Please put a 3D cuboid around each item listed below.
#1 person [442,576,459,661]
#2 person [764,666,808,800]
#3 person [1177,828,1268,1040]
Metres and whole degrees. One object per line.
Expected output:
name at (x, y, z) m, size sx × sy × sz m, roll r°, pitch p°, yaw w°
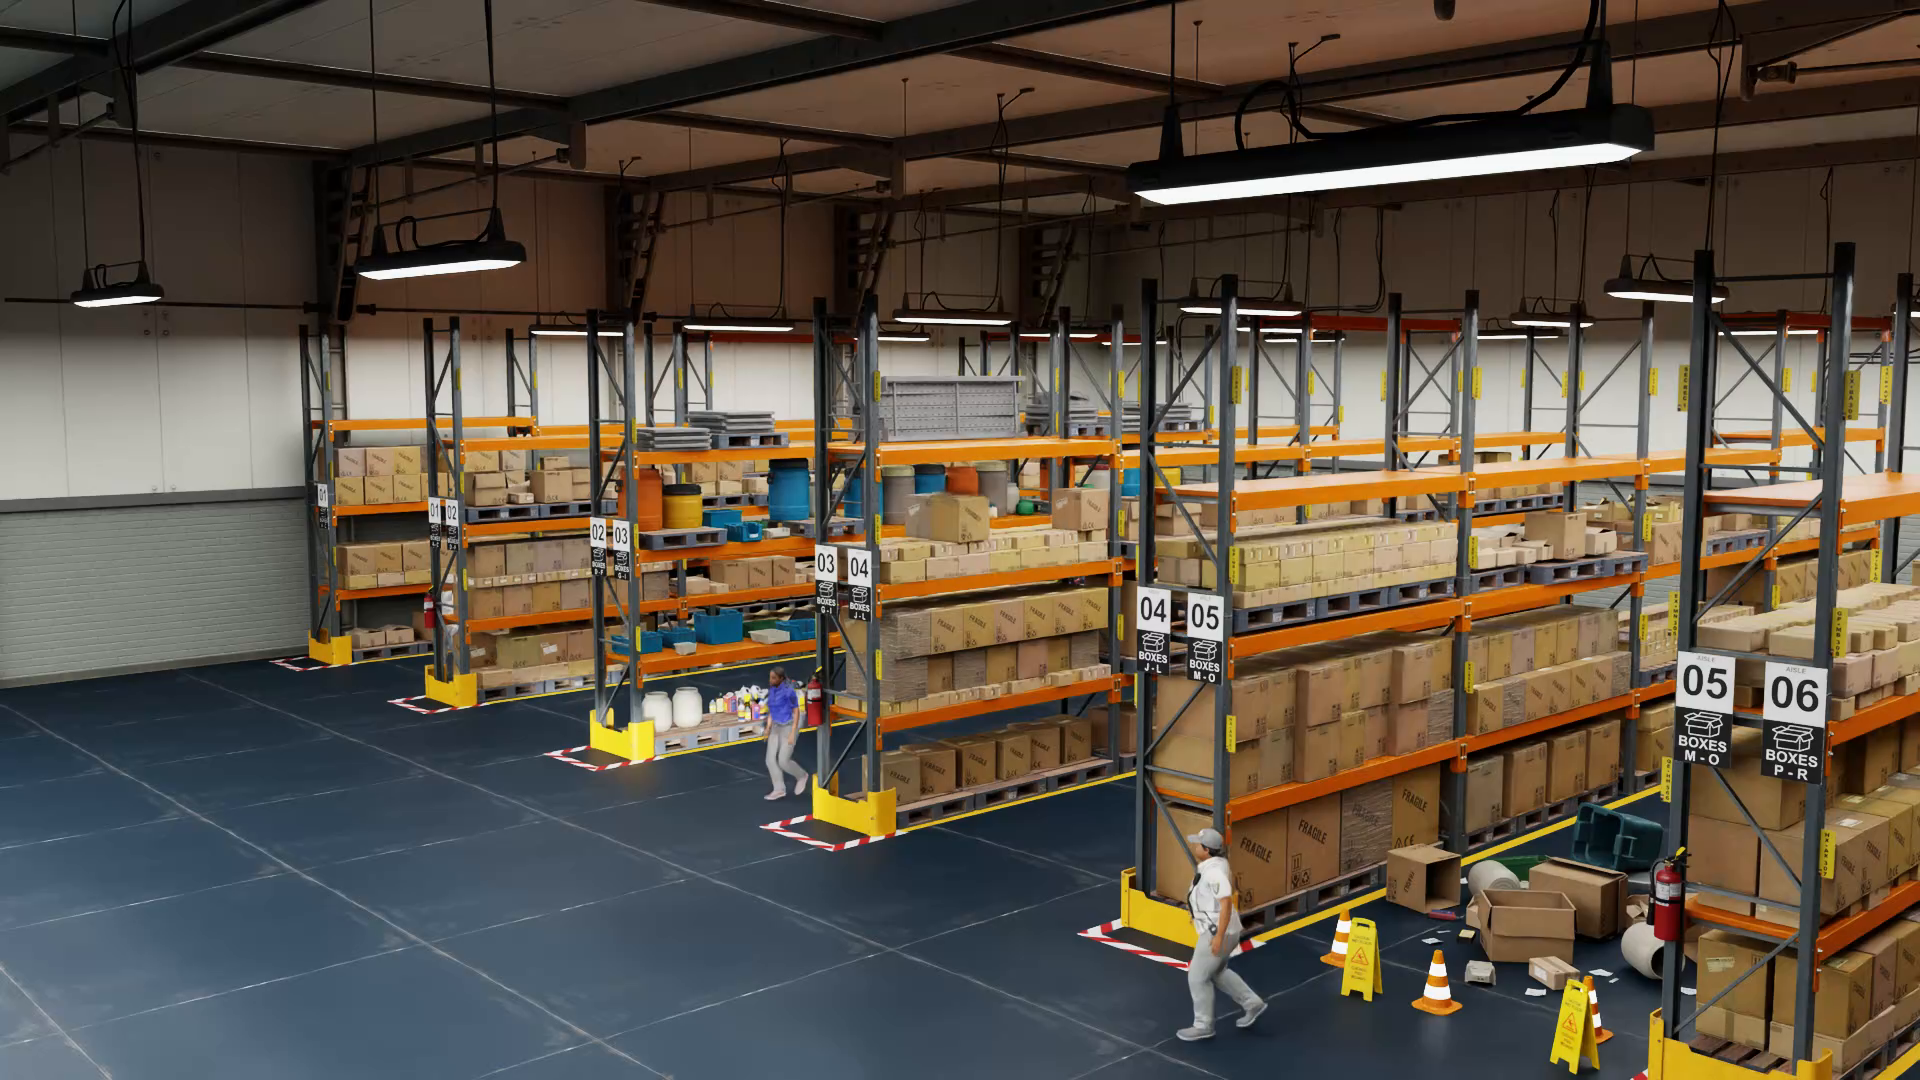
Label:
person at (-8.579, 1.487, 27.857) m, size 0.572 × 1.786 × 0.712 m, roll 3°, pitch 6°, yaw 26°
person at (-2.114, 2.327, 20.195) m, size 0.535 × 1.641 × 0.540 m, roll -5°, pitch 8°, yaw -43°
person at (2.055, 3.054, 12.912) m, size 0.729 × 1.653 × 0.627 m, roll 0°, pitch 6°, yaw 2°
